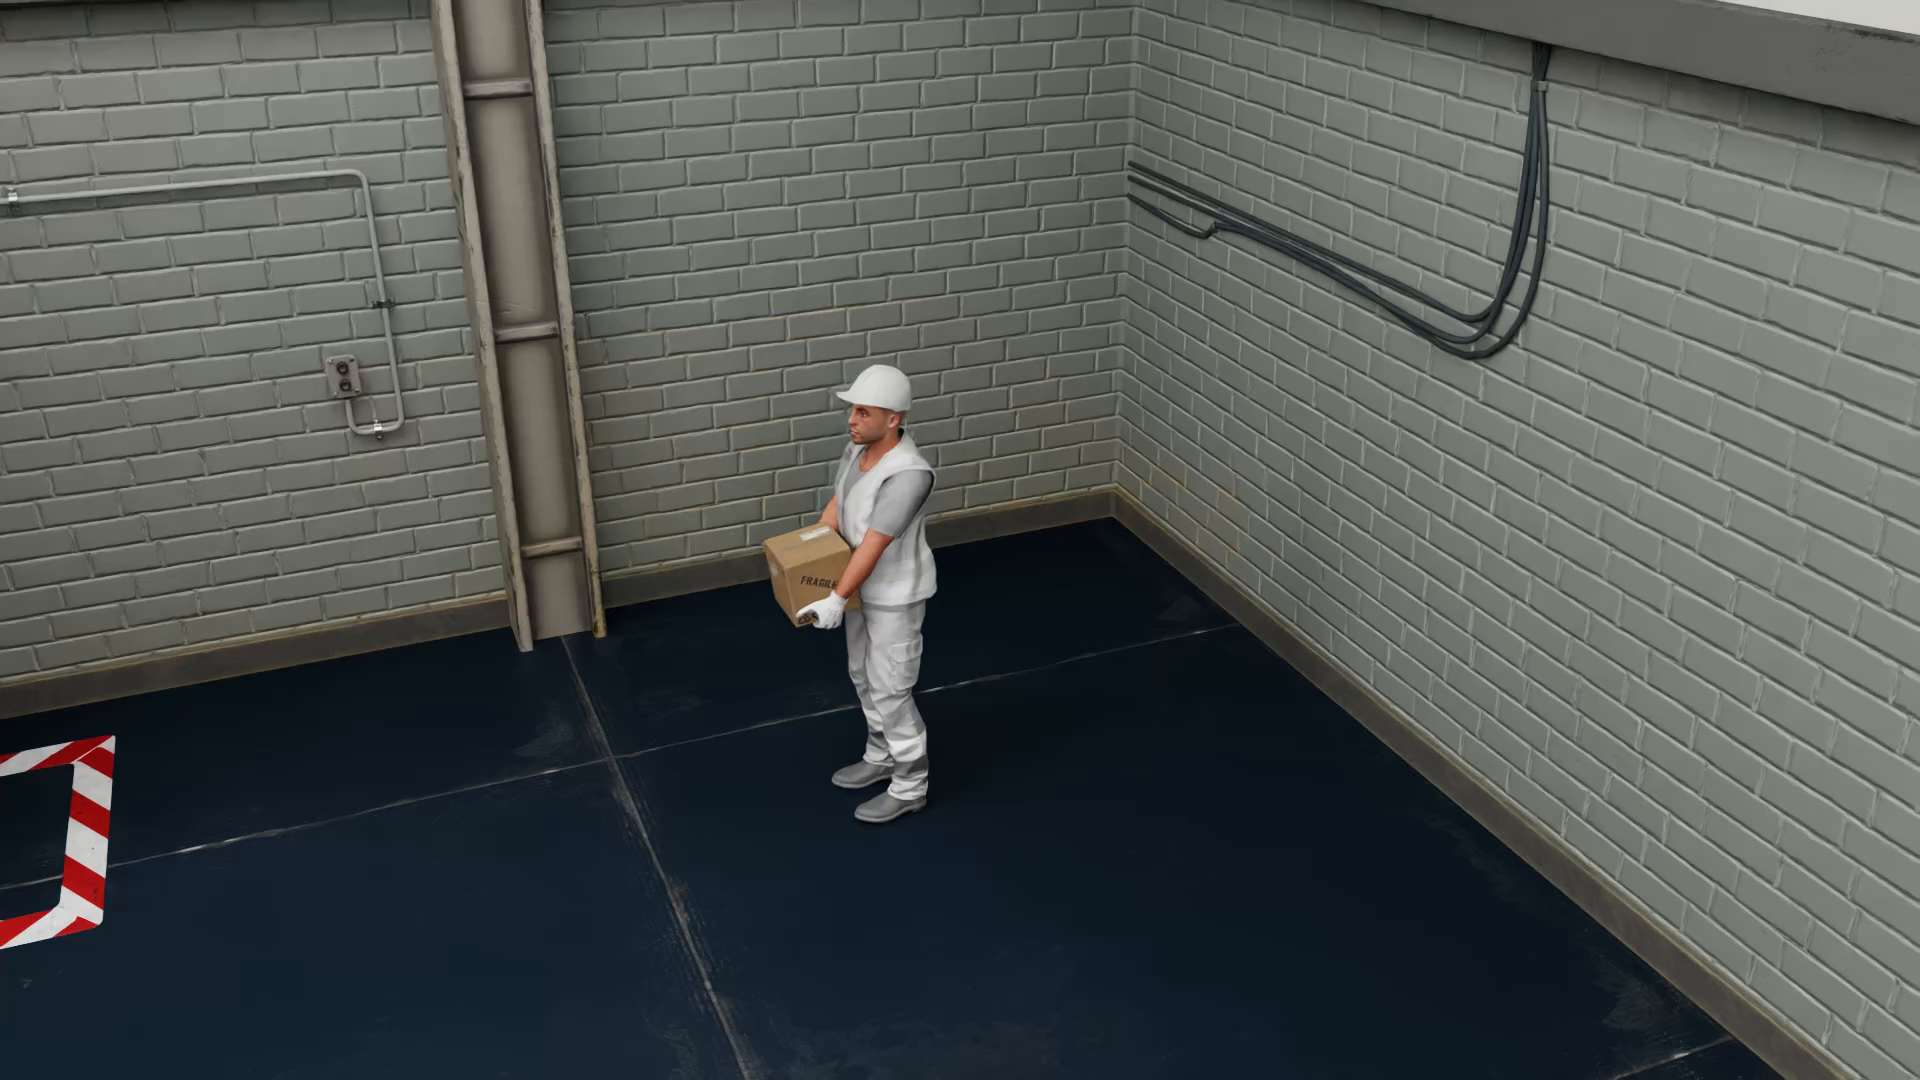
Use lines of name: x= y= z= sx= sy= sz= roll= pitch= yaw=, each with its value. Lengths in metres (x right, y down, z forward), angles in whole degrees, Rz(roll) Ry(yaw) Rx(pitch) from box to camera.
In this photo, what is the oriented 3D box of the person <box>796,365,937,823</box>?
person: x=-0.373 y=0.218 z=6.131 sx=0.563 sy=1.786 sz=0.495 roll=-11 pitch=28 yaw=-21
